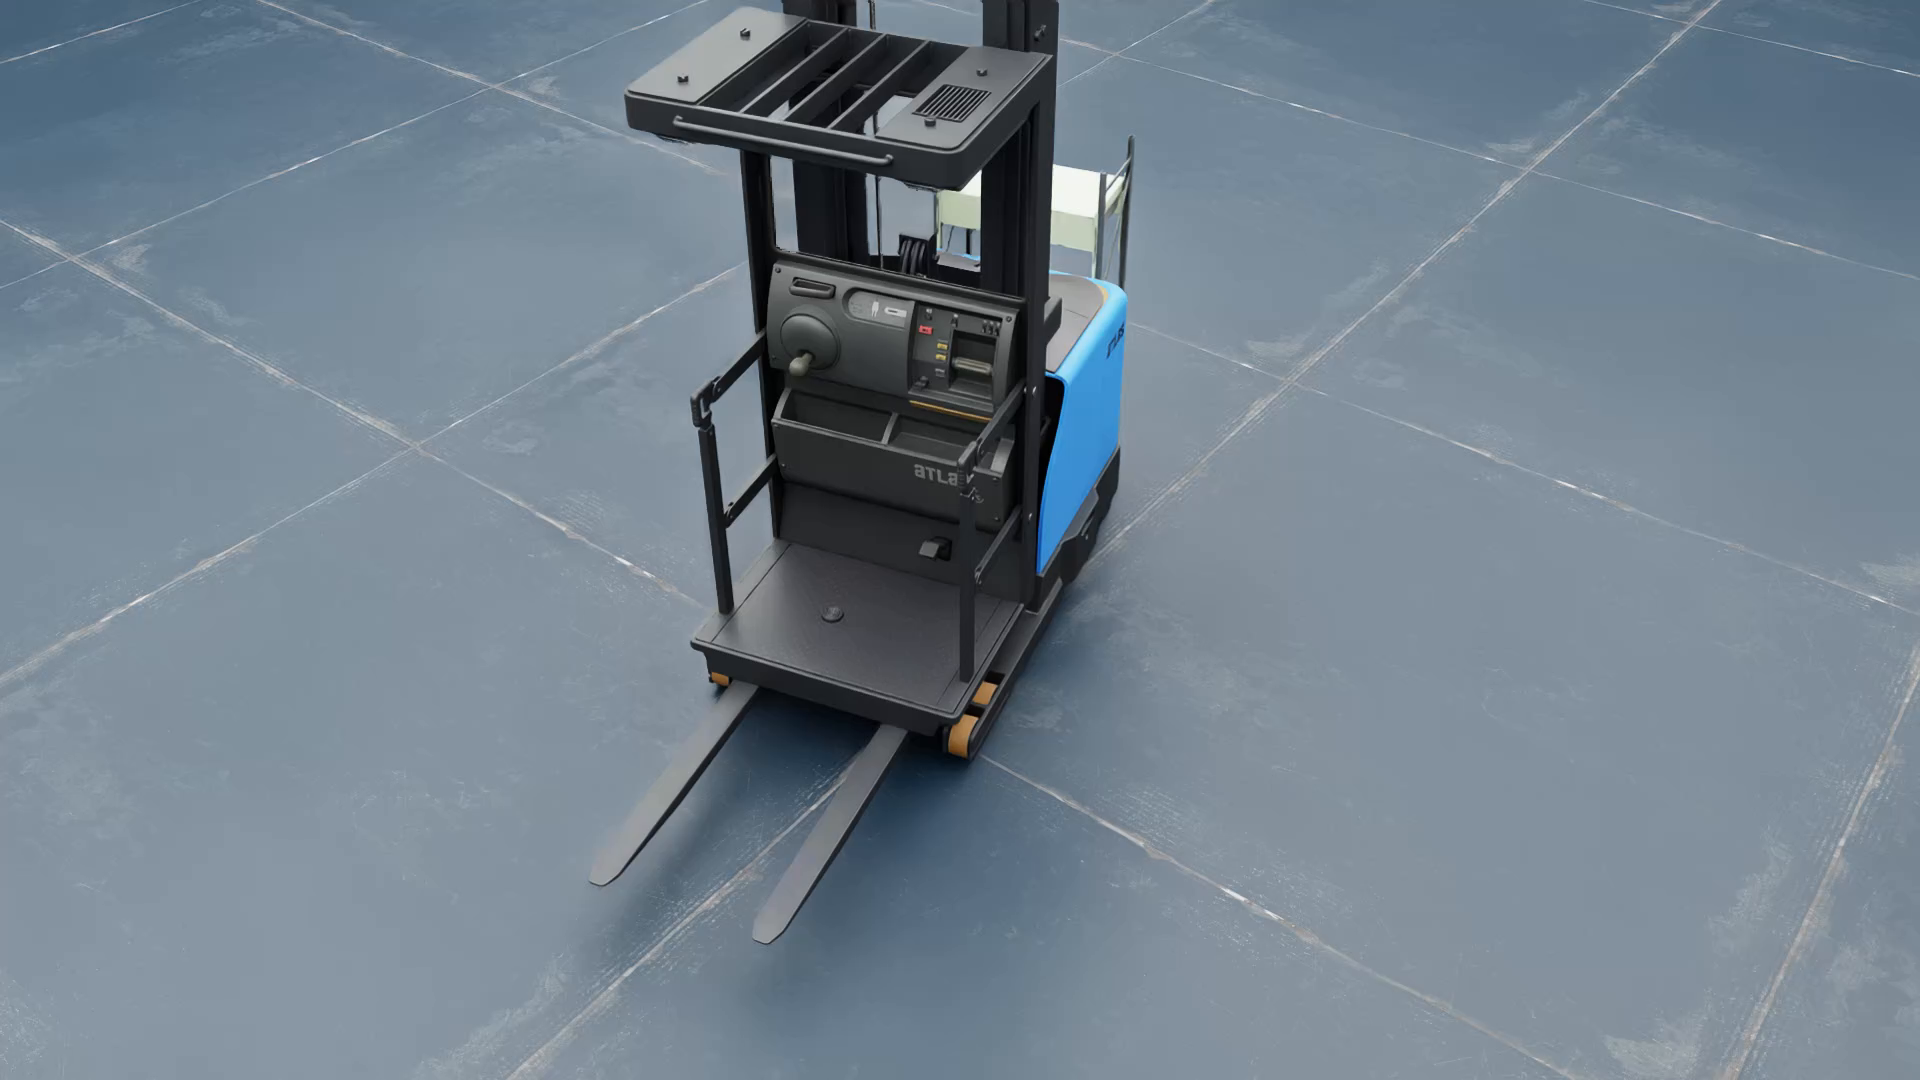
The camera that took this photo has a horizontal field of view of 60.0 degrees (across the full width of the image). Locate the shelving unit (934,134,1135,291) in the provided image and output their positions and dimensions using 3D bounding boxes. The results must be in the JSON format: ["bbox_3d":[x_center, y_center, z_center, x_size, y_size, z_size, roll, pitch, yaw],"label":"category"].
[{"bbox_3d":[0.313,-1.087,7.422,0.755,1.500,0.431,14,40,18],"label":"shelving unit"}]

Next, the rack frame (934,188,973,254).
[{"bbox_3d":[-0.025,-1.174,7.533,0.023,1.500,0.400,14,40,18],"label":"rack frame"}]

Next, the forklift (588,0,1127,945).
[{"bbox_3d":[-0.330,-0.640,5.690,1.130,2.935,3.031,14,40,18],"label":"forklift"}]

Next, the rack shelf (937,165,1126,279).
[{"bbox_3d":[0.313,-1.394,7.181,0.720,0.370,0.431,14,40,18],"label":"rack shelf"}]

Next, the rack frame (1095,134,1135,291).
[{"bbox_3d":[0.650,-1.000,7.311,0.023,1.500,0.400,14,40,18],"label":"rack frame"}]
